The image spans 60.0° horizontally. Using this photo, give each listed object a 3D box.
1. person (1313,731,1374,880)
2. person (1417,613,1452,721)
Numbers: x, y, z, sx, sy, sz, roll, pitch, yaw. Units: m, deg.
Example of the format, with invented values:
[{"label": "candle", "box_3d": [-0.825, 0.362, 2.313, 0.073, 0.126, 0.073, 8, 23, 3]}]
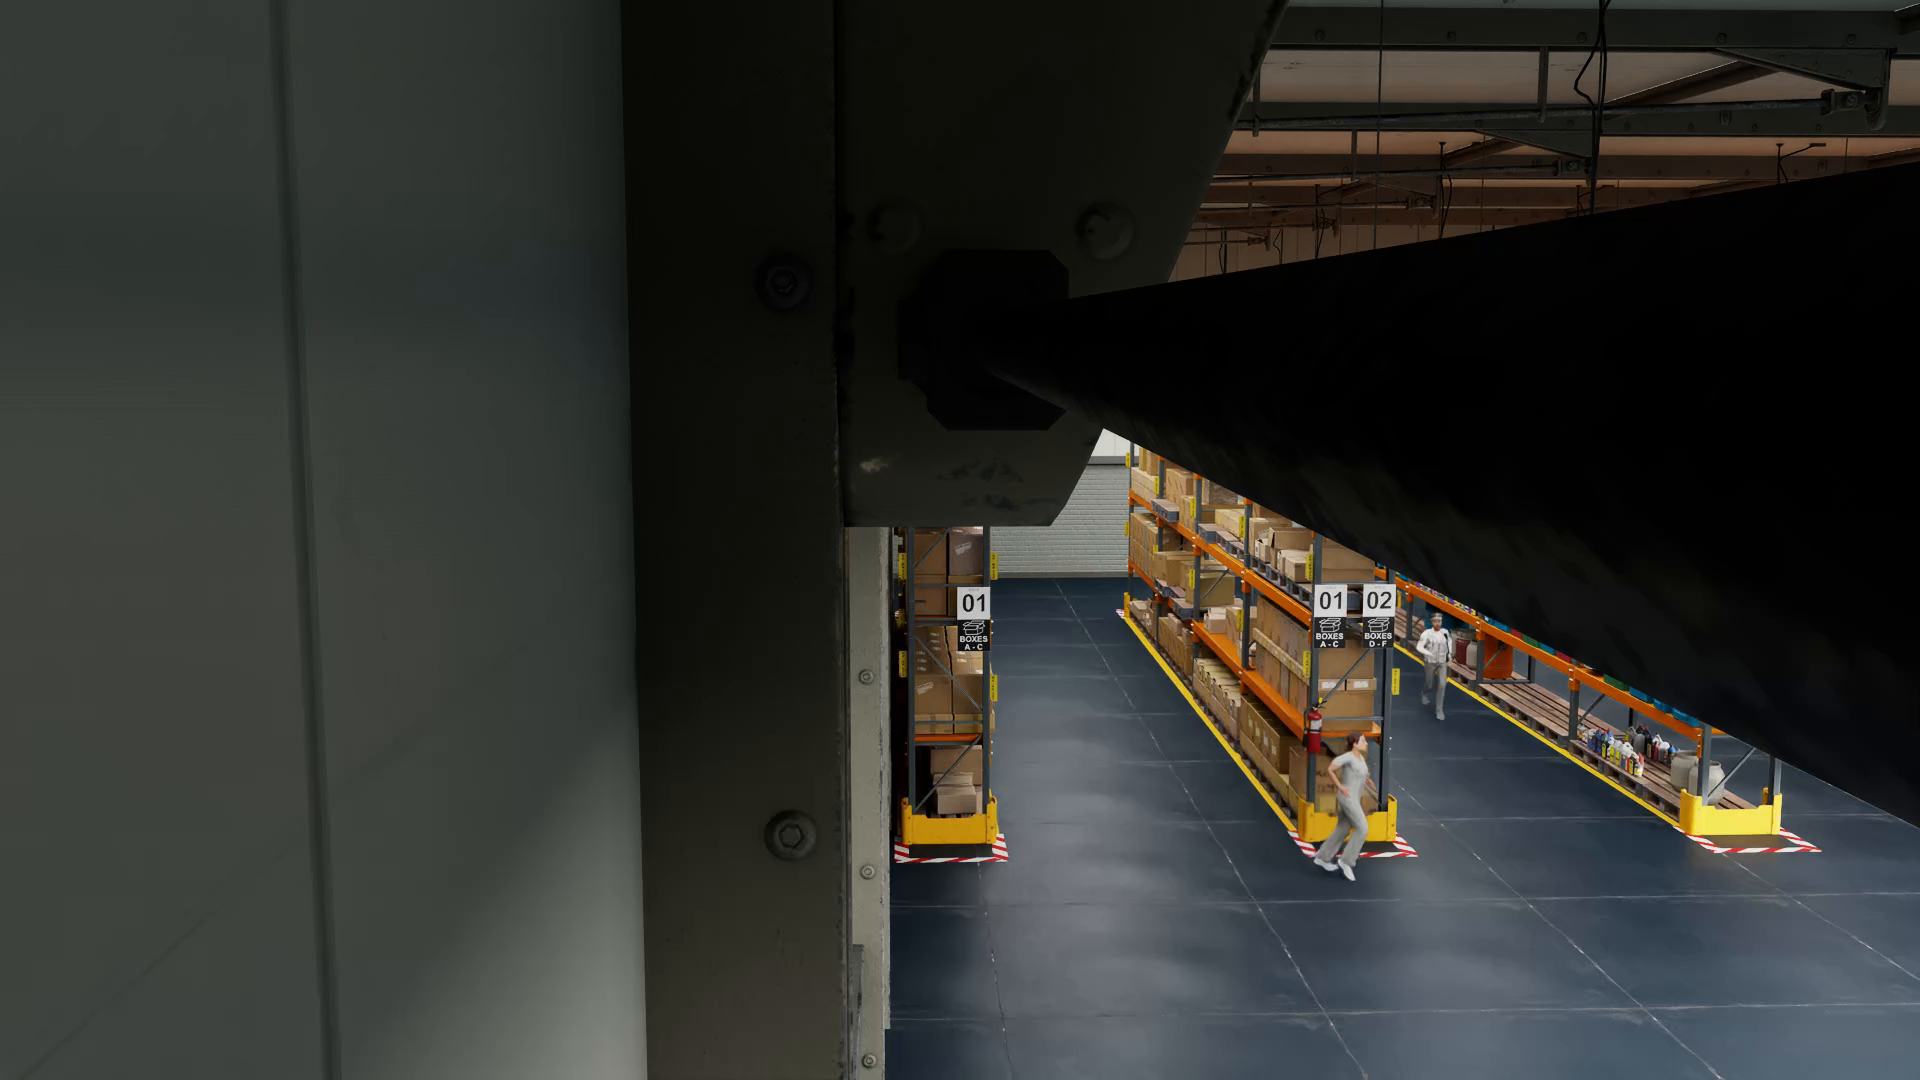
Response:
[{"label": "person", "box_3d": [4.494, 3.056, 19.356, 0.658, 1.695, 0.600, 4, 8, 28]}, {"label": "person", "box_3d": [7.776, 2.018, 27.202, 0.626, 1.706, 0.921, 0, 7, 1]}]
